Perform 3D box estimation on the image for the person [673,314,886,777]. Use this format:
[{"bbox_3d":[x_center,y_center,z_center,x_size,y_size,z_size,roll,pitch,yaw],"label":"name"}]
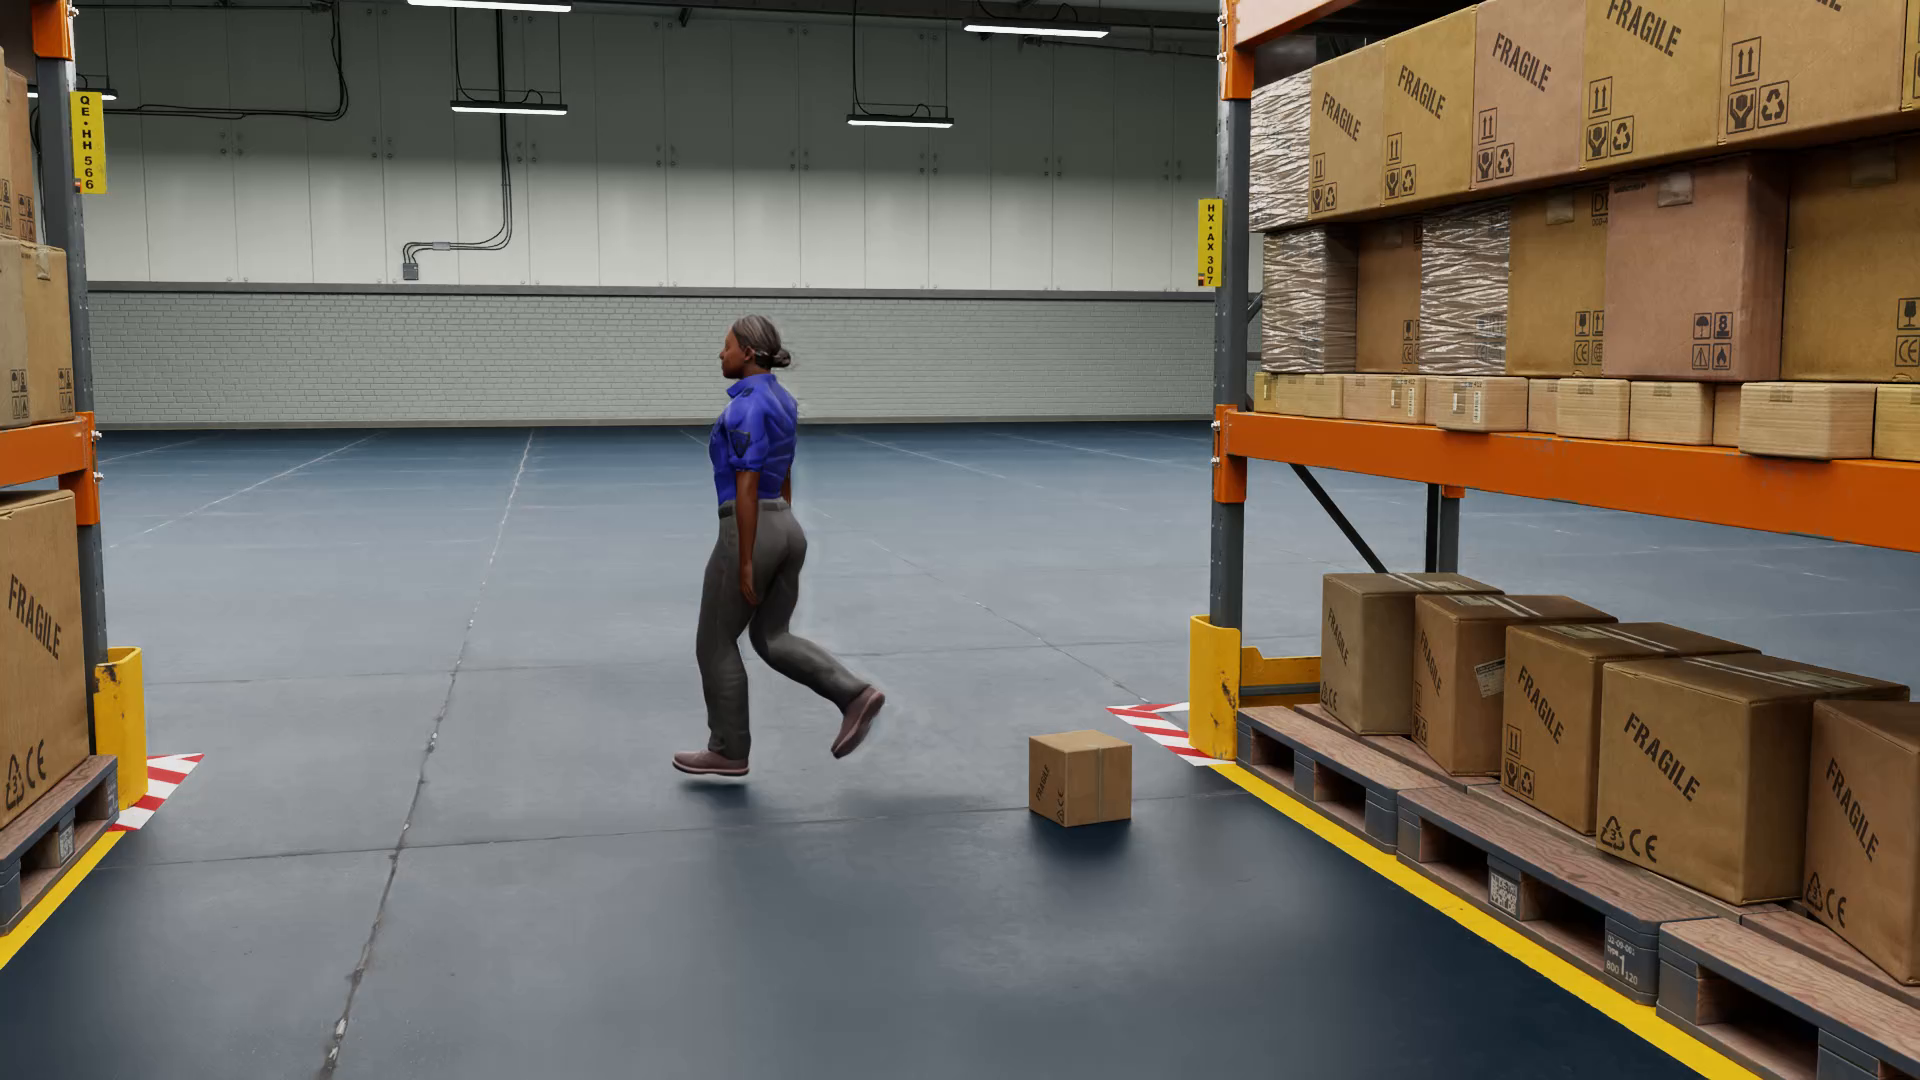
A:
[{"bbox_3d":[-0.659,0.023,5.855,0.753,1.626,0.448,2,7,18],"label":"person"}]
